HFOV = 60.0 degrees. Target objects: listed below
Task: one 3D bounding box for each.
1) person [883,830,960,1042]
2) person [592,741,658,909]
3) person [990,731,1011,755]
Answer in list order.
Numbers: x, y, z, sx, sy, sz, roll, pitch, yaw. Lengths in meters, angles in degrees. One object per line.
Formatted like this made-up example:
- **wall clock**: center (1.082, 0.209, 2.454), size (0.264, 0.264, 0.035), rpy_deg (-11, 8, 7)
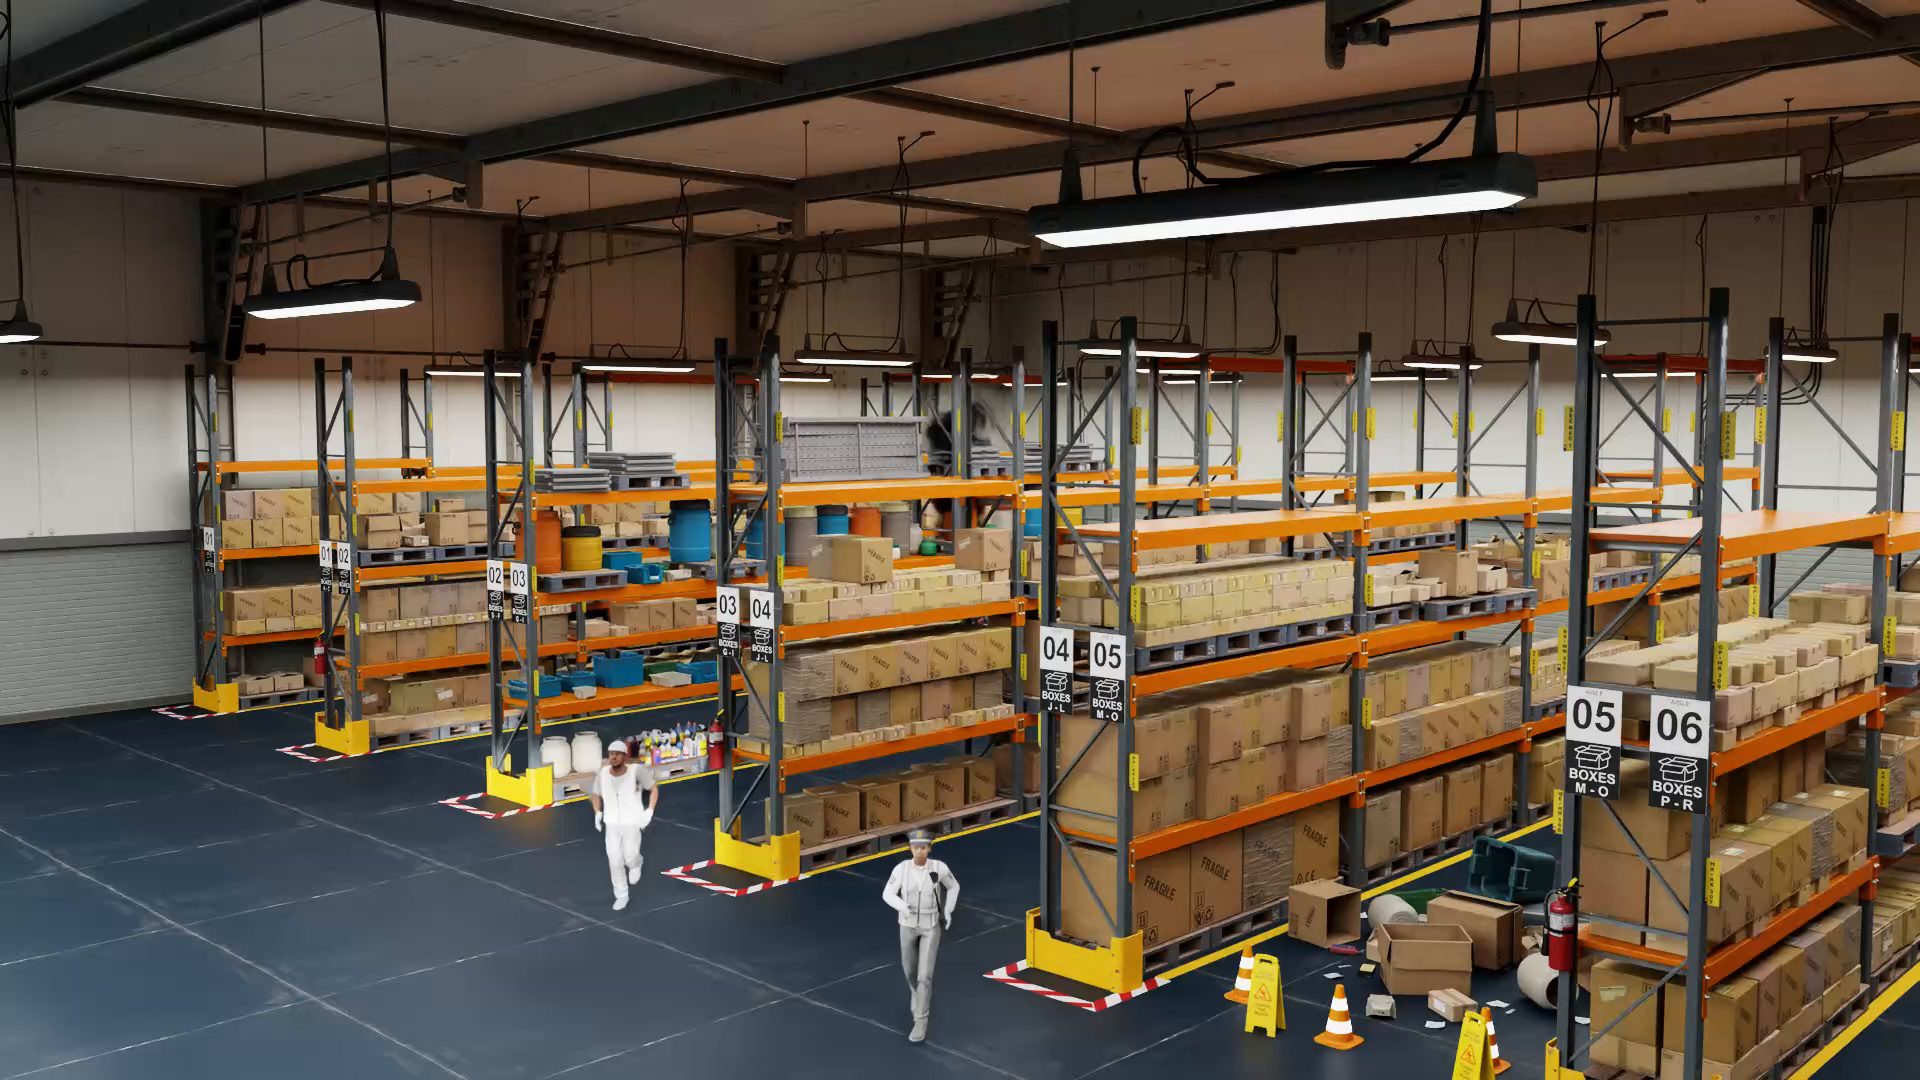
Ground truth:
- **person**: center (-0.331, 3.237, 13.914), size (0.625, 1.688, 0.834), rpy_deg (1, 4, 7)
- **person**: center (-3.524, 2.964, 17.497), size (0.695, 1.757, 0.669), rpy_deg (0, 4, 4)
- **person**: center (0.507, 2.377, 24.895), size (0.643, 1.740, 0.582), rpy_deg (3, 5, 34)
